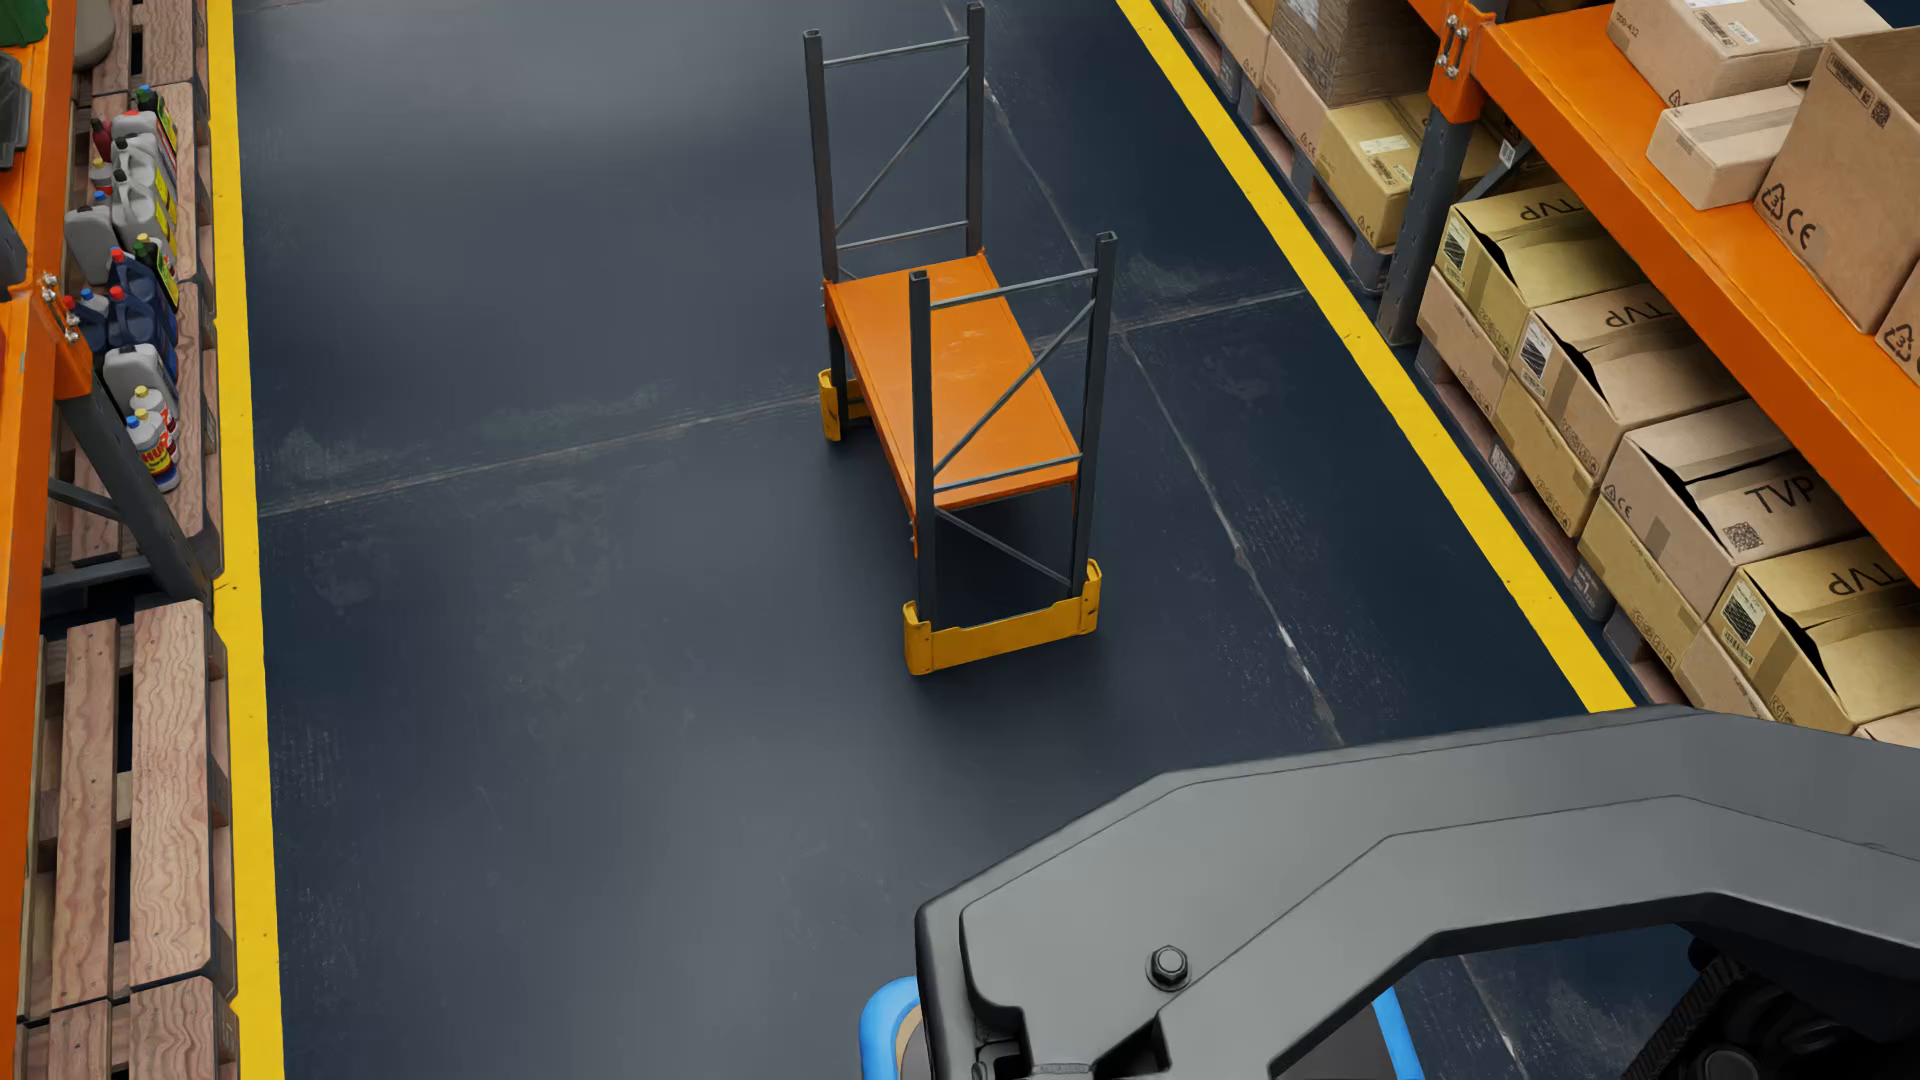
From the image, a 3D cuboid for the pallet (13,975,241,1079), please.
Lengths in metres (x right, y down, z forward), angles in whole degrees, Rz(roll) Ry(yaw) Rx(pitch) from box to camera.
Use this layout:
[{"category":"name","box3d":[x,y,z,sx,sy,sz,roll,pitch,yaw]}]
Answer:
[{"category":"pallet","box3d":[-2.138,1.681,3.695,1.003,0.211,1.213,-13,51,-11]}]

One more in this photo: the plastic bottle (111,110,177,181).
[{"category":"plastic bottle","box3d":[-2.944,-1.428,5.986,0.152,0.276,0.135,-13,51,-11]}]

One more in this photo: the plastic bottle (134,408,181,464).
[{"category":"plastic bottle","box3d":[-2.477,-0.321,5.101,0.097,0.201,0.097,0,50,0]}]

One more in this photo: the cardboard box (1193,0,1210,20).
[{"category":"cardboard box","box3d":[1.167,-2.425,6.856,0.500,0.250,0.500,-13,51,-11]}]

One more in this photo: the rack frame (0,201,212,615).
[{"category":"rack frame","box3d":[-2.771,-0.675,3.857,1.000,3.000,0.127,-13,51,-11]}]

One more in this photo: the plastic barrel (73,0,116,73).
[{"category":"plastic barrel","box3d":[-3.538,-2.101,6.412,0.421,0.512,0.421,0,50,0]}]

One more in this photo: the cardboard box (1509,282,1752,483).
[{"category":"cardboard box","box3d":[1.989,-0.497,4.864,0.500,0.311,0.500,-14,51,-11]}]

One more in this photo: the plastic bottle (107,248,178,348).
[{"category":"plastic bottle","box3d":[-2.669,-0.785,5.394,0.144,0.351,0.185,-15,52,-13]}]

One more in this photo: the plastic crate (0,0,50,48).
[{"category":"plastic crate","box3d":[-2.903,-1.662,4.828,0.450,0.188,0.662,-13,51,-11]}]

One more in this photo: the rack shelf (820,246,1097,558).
[{"category":"rack shelf","box3d":[-0.025,-0.430,4.867,0.538,0.185,1.000,-13,51,-11]}]

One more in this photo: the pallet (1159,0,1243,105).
[{"category":"pallet","box3d":[1.402,-2.377,7.116,1.003,0.211,1.213,-13,51,-11]}]

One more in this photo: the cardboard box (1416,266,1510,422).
[{"category":"cardboard box","box3d":[1.844,-0.691,5.394,0.500,0.250,0.500,-14,51,-12]}]

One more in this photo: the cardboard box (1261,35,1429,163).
[{"category":"cardboard box","box3d":[1.477,-1.698,6.244,0.500,0.250,0.500,-13,51,-11]}]

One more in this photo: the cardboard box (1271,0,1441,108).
[{"category":"cardboard box","box3d":[1.479,-1.940,5.957,0.500,0.500,0.500,-13,51,-11]}]

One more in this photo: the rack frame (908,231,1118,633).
[{"category":"rack frame","box3d":[0.125,-0.174,4.416,0.500,1.500,0.032,-13,51,-11]}]

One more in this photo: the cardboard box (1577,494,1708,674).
[{"category":"cardboard box","box3d":[2.150,0.060,4.761,0.500,0.250,0.500,-15,51,-12]}]

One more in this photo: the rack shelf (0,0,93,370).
[{"category":"rack shelf","box3d":[-3.363,-1.904,5.364,1.077,0.370,4.000,-13,51,-11]}]

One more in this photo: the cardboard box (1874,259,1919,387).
[{"category":"cardboard box","box3d":[2.477,-0.510,3.652,0.500,0.500,0.500,-13,51,-11]}]

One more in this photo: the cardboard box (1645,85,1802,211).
[{"category":"cardboard box","box3d":[2.028,-1.018,4.311,0.380,0.149,0.250,-13,51,-11]}]

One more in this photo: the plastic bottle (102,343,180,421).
[{"category":"plastic bottle","box3d":[-2.569,-0.501,5.204,0.152,0.276,0.135,-12,51,-10]}]

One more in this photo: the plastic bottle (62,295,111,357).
[{"category":"plastic bottle","box3d":[-2.751,-0.614,5.251,0.144,0.351,0.185,-13,51,-11]}]

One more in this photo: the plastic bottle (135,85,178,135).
[{"category":"plastic bottle","box3d":[-2.992,-1.594,6.175,0.097,0.201,0.097,0,50,0]}]

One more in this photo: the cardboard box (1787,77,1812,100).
[{"category":"cardboard box","box3d":[2.397,-1.149,4.344,0.396,0.266,0.258,-14,51,-12]}]

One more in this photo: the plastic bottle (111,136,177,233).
[{"category":"plastic bottle","box3d":[-2.850,-1.231,5.771,0.144,0.351,0.185,-11,51,-9]}]

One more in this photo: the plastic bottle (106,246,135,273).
[{"category":"plastic bottle","box3d":[-2.749,-0.858,5.508,0.097,0.271,0.097,0,50,0]}]

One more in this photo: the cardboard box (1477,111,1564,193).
[{"category":"cardboard box","box3d":[2.114,-1.449,6.033,0.500,0.250,0.500,-13,51,-11]}]

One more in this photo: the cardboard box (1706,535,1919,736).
[{"category":"cardboard box","box3d":[2.302,0.258,4.227,0.500,0.311,0.500,-12,51,-10]}]

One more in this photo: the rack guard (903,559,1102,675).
[{"category":"rack guard","box3d":[0.125,0.227,4.895,0.587,0.250,0.087,-13,51,-11]}]

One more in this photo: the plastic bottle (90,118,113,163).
[{"category":"plastic bottle","box3d":[-3.046,-1.406,5.962,0.061,0.283,0.133,-13,51,-11]}]

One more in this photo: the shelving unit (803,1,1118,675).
[{"category":"shelving unit","box3d":[-0.023,-0.539,4.724,0.587,1.500,1.083,-13,51,-11]}]

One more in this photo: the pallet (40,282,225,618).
[{"category":"pallet","box3d":[-2.930,-0.276,5.345,1.003,0.211,1.213,-13,51,-11]}]

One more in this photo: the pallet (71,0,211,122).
[{"category":"pallet","box3d":[-3.652,-2.059,6.847,1.003,0.211,1.213,-13,51,-11]}]

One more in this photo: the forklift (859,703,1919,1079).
[{"category":"forklift","box3d":[0.531,1.647,1.944,1.130,2.935,3.031,-7,50,-6]}]

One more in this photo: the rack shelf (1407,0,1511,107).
[{"category":"rack shelf","box3d":[1.370,-3.021,6.306,1.077,0.370,4.000,-13,51,-11]}]

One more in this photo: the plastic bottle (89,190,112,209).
[{"category":"plastic bottle","box3d":[-2.953,-1.123,5.778,0.097,0.201,0.097,0,50,0]}]

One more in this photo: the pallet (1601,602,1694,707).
[{"category":"pallet","box3d":[2.581,0.528,4.667,1.003,0.211,1.213,-13,51,-11]}]

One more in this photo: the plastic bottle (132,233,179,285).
[{"category":"plastic bottle","box3d":[-2.731,-0.948,5.630,0.097,0.201,0.097,0,50,0]}]
